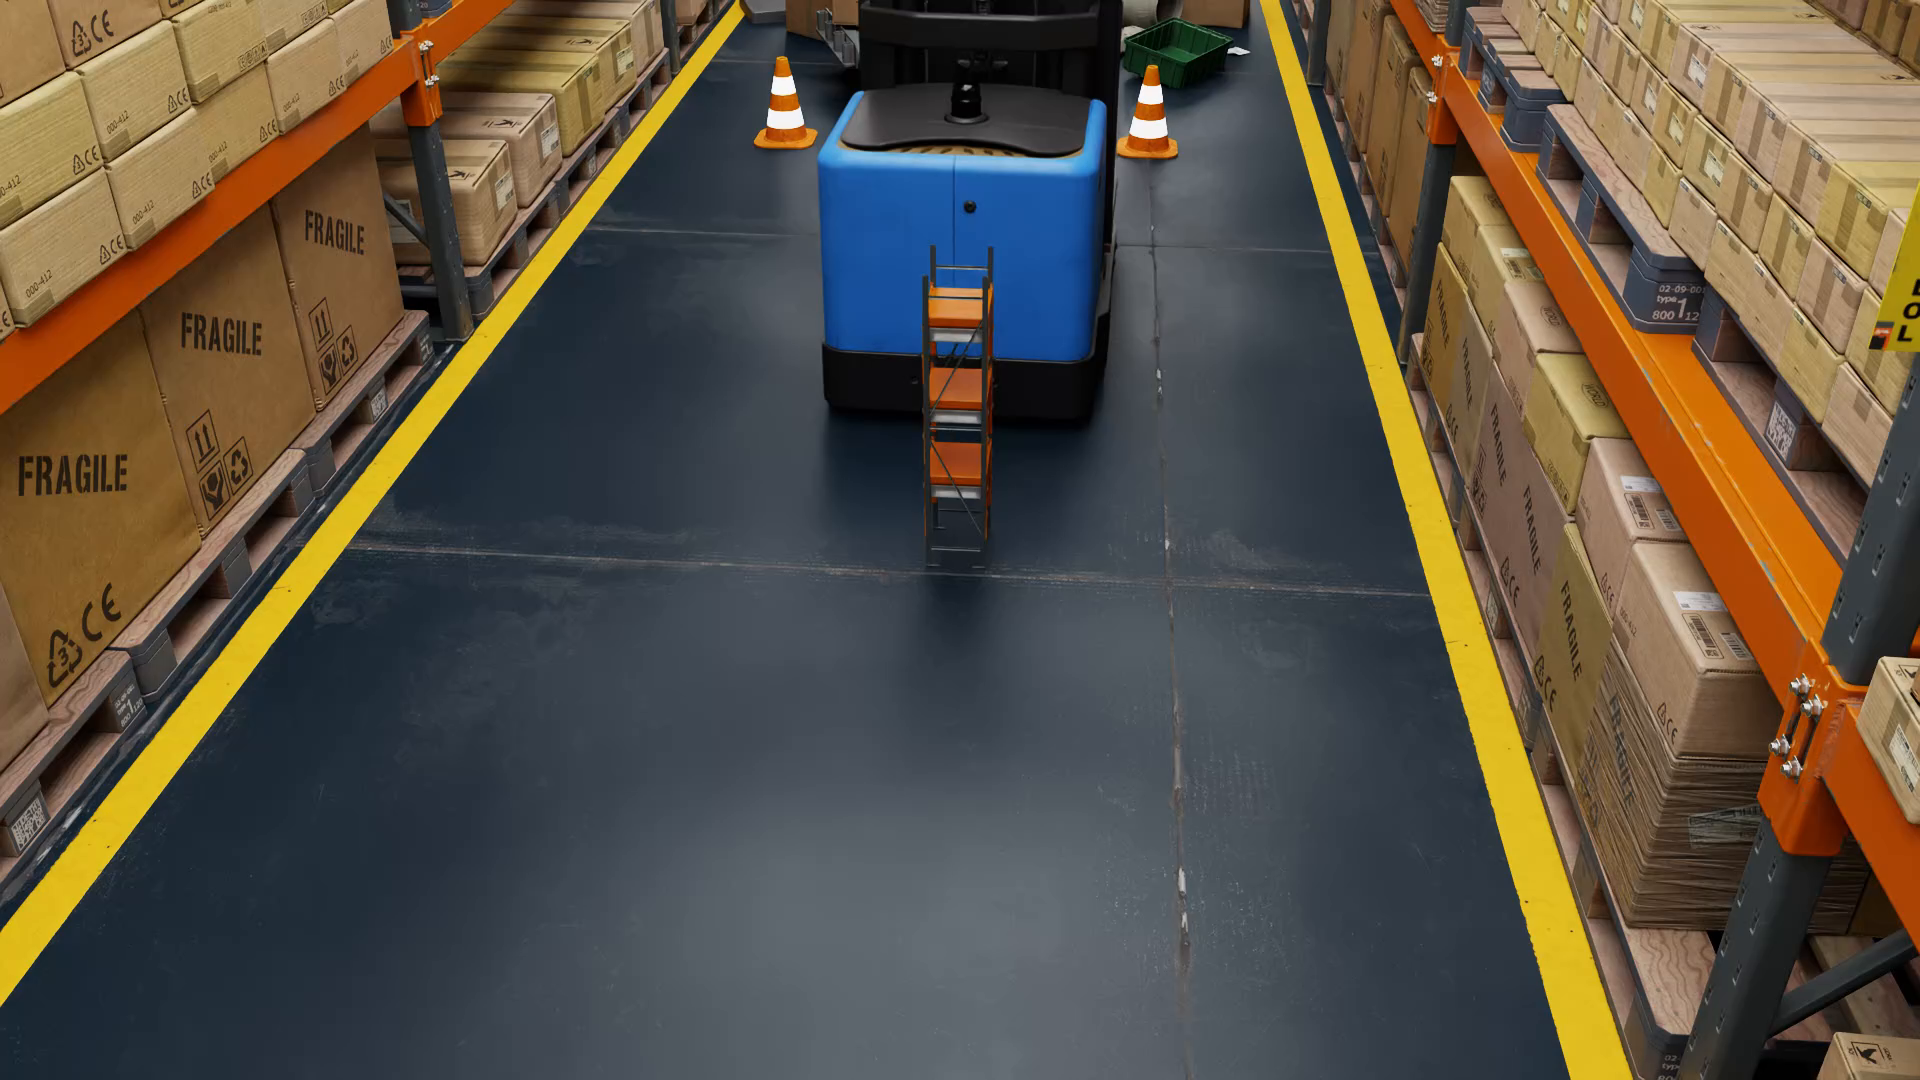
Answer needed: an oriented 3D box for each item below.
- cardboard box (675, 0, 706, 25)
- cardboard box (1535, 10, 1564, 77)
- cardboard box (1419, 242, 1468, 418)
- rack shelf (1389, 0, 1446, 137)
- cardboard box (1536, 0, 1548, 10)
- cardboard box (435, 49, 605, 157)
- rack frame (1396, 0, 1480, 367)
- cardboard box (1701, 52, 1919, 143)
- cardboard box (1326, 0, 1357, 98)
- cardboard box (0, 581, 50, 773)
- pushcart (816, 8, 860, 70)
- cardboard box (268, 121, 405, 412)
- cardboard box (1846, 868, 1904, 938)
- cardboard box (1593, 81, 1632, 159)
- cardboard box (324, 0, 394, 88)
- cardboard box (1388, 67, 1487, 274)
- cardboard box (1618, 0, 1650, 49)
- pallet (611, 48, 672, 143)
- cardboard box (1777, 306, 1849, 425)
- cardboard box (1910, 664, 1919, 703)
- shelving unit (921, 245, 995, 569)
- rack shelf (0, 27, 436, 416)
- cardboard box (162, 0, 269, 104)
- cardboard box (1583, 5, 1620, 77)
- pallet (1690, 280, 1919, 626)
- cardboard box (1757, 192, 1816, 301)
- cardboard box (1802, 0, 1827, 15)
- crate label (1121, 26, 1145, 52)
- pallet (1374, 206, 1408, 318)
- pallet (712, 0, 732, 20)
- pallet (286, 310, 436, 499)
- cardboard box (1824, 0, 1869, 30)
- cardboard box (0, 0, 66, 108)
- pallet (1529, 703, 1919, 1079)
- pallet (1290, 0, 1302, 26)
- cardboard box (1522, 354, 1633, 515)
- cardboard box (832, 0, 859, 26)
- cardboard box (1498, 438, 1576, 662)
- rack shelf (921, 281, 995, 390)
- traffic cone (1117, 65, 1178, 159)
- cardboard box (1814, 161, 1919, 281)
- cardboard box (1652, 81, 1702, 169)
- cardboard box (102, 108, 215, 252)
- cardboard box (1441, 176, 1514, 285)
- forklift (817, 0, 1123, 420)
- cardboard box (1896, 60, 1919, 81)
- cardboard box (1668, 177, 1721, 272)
[{"bbox_3d":[-1.964,-3.564,10.894,0.500,0.250,0.500,1,32,2],"label":"cardboard box"},{"bbox_3d":[2.053,-1.573,5.283,0.380,0.149,0.250,4,32,6],"label":"cardboard box"},{"bbox_3d":[2.023,-0.764,6.113,0.500,0.500,0.500,1,32,2],"label":"cardboard box"},{"bbox_3d":[2.497,-2.748,8.036,1.077,0.370,4.000,2,32,4],"label":"rack shelf"},{"bbox_3d":[2.075,-1.821,5.401,0.380,0.149,0.250,4,32,6],"label":"cardboard box"},{"bbox_3d":[-2.432,-2.305,8.735,0.950,0.372,0.625,3,32,6],"label":"cardboard box"},{"bbox_3d":[2.335,-2.008,6.150,1.000,3.000,0.127,2,32,4],"label":"rack frame"},{"bbox_3d":[1.936,-1.001,3.788,0.380,0.149,0.250,1,32,2],"label":"cardboard box"},{"bbox_3d":[2.699,-2.993,9.491,1.050,0.750,0.750,2,32,4],"label":"cardboard box"},{"bbox_3d":[-2.962,0.323,3.992,0.875,0.875,0.875,3,32,6],"label":"cardboard box"},{"bbox_3d":[-0.005,-3.071,10.373,1.648,0.377,0.936,-8,33,-13],"label":"pushcart"},{"bbox_3d":[-2.746,-1.084,6.274,0.875,0.875,0.875,2,32,4],"label":"cardboard box"},{"bbox_3d":[2.333,0.594,3.910,0.500,0.500,0.500,4,32,6],"label":"cardboard box"},{"bbox_3d":[1.991,-1.161,4.615,0.380,0.149,0.250,3,32,5],"label":"cardboard box"},{"bbox_3d":[-2.390,-1.828,5.999,0.500,0.250,0.500,1,32,2],"label":"cardboard box"},{"bbox_3d":[2.474,-1.544,7.140,1.050,0.750,0.750,2,32,3],"label":"cardboard box"},{"bbox_3d":[1.998,-1.413,4.455,0.380,0.149,0.250,3,32,5],"label":"cardboard box"},{"bbox_3d":[-2.344,-2.664,9.872,1.003,0.211,1.213,2,32,4],"label":"pallet"},{"bbox_3d":[1.864,-0.341,3.283,0.380,0.149,0.250,3,32,4],"label":"cardboard box"},{"bbox_3d":[1.717,0.162,2.249,0.500,0.500,0.500,2,32,3],"label":"cardboard box"},{"bbox_3d":[-0.004,-0.419,5.429,0.215,1.050,0.252,2,32,4],"label":"shelving unit"},{"bbox_3d":[-2.770,-0.815,4.899,1.077,0.370,4.000,2,32,4],"label":"rack shelf"},{"bbox_3d":[-2.453,-1.515,5.016,0.500,0.250,0.500,2,32,3],"label":"cardboard box"},{"bbox_3d":[2.015,-1.419,4.749,0.380,0.149,0.250,3,32,4],"label":"cardboard box"},{"bbox_3d":[2.216,-0.229,3.445,1.003,0.211,1.213,2,32,4],"label":"pallet"},{"bbox_3d":[1.888,-0.599,3.419,0.380,0.149,0.250,4,32,6],"label":"cardboard box"},{"bbox_3d":[2.688,-1.521,4.914,0.380,0.149,0.250,3,32,4],"label":"cardboard box"},{"bbox_3d":[1.118,-3.299,10.973,0.298,0.136,0.250,-20,37,-29],"label":"crate label"},{"bbox_3d":[2.474,-1.230,7.545,1.003,0.211,1.213,2,32,4],"label":"pallet"},{"bbox_3d":[-2.165,-4.064,12.143,1.003,0.211,1.213,2,32,4],"label":"pallet"},{"bbox_3d":[-2.747,-0.571,6.475,1.003,0.211,1.213,2,32,4],"label":"pallet"},{"bbox_3d":[2.664,-1.524,4.636,0.380,0.149,0.250,2,32,4],"label":"cardboard box"},{"bbox_3d":[-2.553,-1.291,3.937,0.500,0.500,0.500,2,32,3],"label":"cardboard box"},{"bbox_3d":[2.071,0.863,4.148,1.003,0.211,1.213,2,32,4],"label":"pallet"},{"bbox_3d":[2.897,-3.947,11.953,1.003,0.211,1.213,2,32,4],"label":"pallet"},{"bbox_3d":[1.902,-0.296,4.639,0.500,0.250,0.500,1,32,2],"label":"cardboard box"},{"bbox_3d":[-0.505,-3.456,10.160,0.500,0.500,0.500,2,32,4],"label":"cardboard box"},{"bbox_3d":[1.906,0.035,4.817,0.500,0.500,0.500,2,32,3],"label":"cardboard box"},{"bbox_3d":[-0.004,-0.652,5.286,0.215,0.259,0.240,2,32,4],"label":"rack shelf"},{"bbox_3d":[1.046,-2.383,9.176,0.336,0.463,0.334,2,32,4],"label":"traffic cone"},{"bbox_3d":[1.868,-0.601,3.138,0.380,0.149,0.250,2,32,3],"label":"cardboard box"},{"bbox_3d":[1.948,-1.021,4.104,0.380,0.149,0.250,3,32,4],"label":"cardboard box"},{"bbox_3d":[-2.486,-1.029,4.704,0.500,0.250,0.500,2,32,3],"label":"cardboard box"},{"bbox_3d":[2.037,-1.092,5.930,0.500,0.250,0.500,1,32,2],"label":"cardboard box"},{"bbox_3d":[0.153,-2.461,6.950,1.130,2.935,3.031,4,32,6],"label":"forklift"},{"bbox_3d":[2.625,-1.119,4.263,0.380,0.149,0.250,2,32,3],"label":"cardboard box"},{"bbox_3d":[1.924,-0.748,3.943,0.380,0.149,0.250,1,32,2],"label":"cardboard box"}]
